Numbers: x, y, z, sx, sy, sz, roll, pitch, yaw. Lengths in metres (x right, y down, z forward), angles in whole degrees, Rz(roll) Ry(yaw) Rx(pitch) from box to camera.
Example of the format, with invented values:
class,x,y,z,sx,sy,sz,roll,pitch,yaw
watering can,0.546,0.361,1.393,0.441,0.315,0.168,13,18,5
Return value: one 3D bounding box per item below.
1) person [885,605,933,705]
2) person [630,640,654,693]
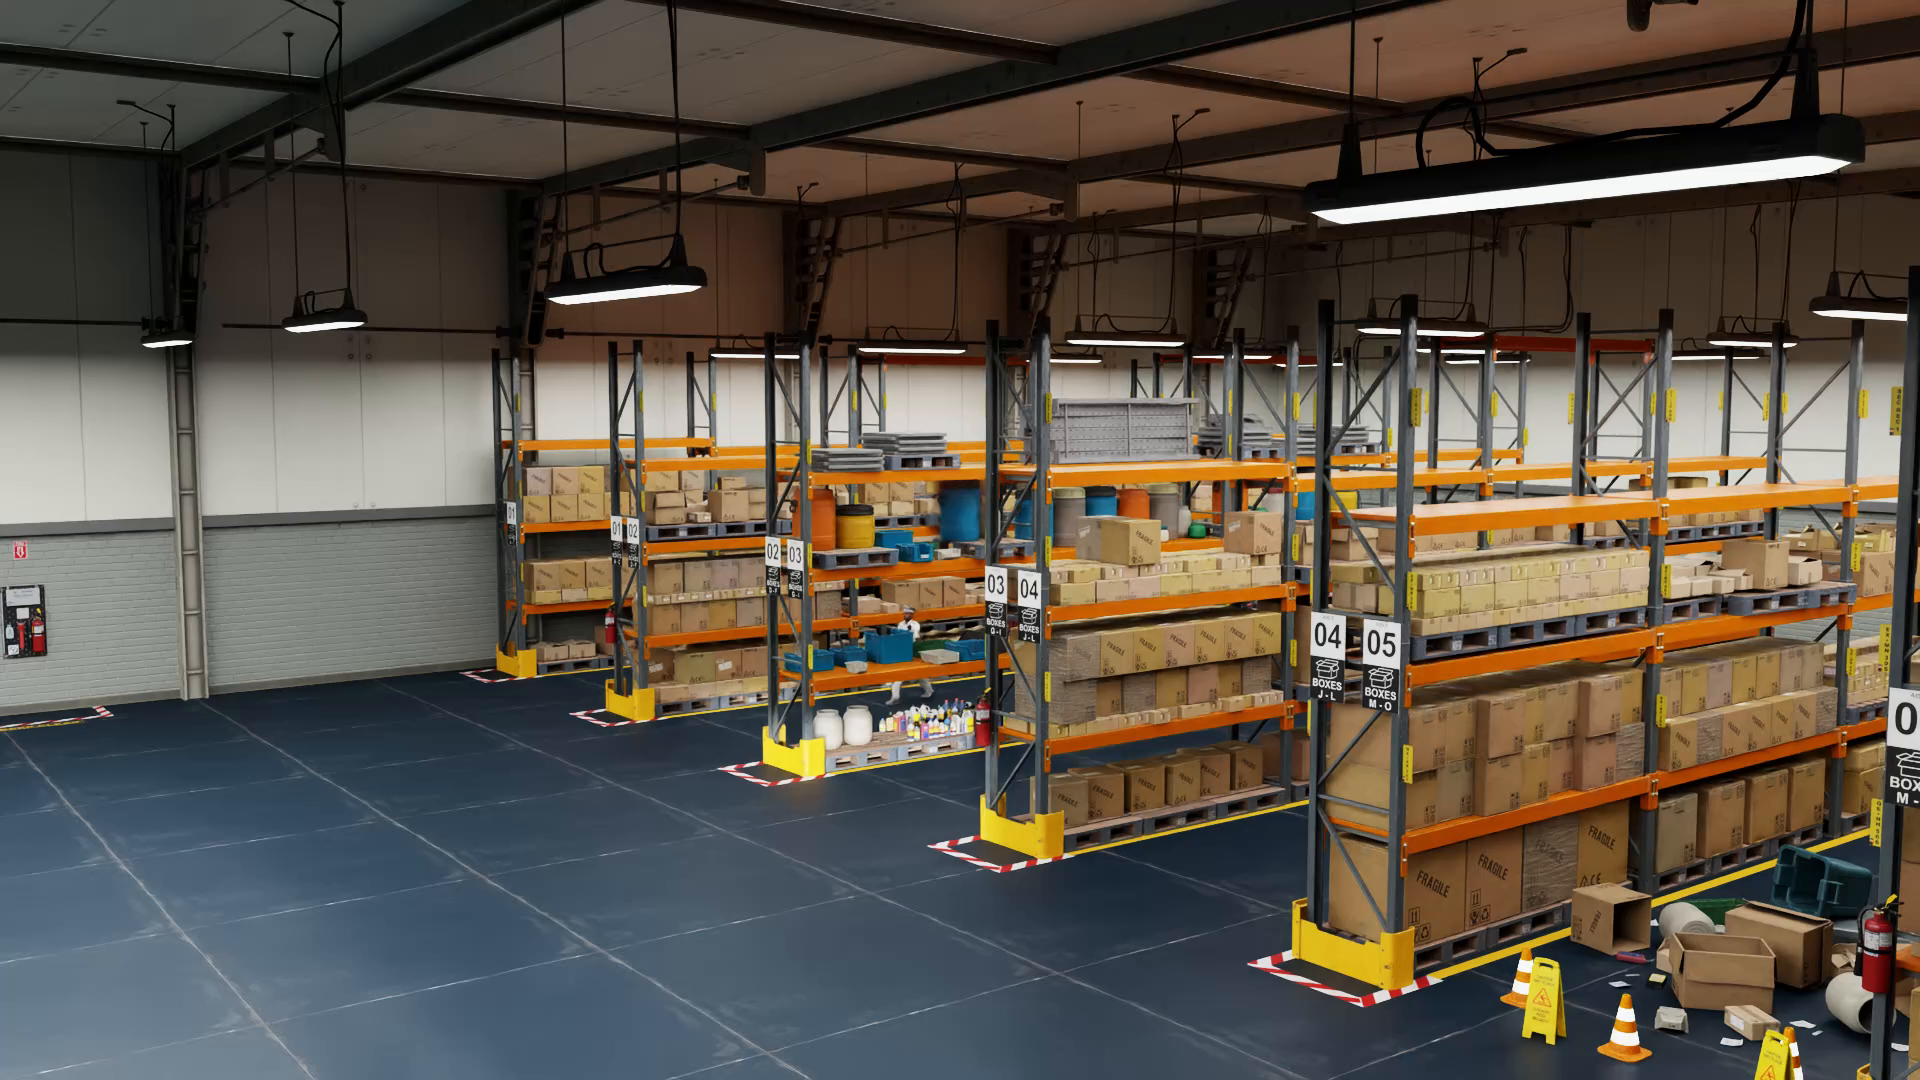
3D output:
class,x,y,z,sx,sy,sz,roll,pitch,yaw
person,-0.834,1.890,27.686,0.526,1.642,0.997,4,6,38
person,-5.402,1.796,28.807,0.632,1.706,0.598,4,7,41
